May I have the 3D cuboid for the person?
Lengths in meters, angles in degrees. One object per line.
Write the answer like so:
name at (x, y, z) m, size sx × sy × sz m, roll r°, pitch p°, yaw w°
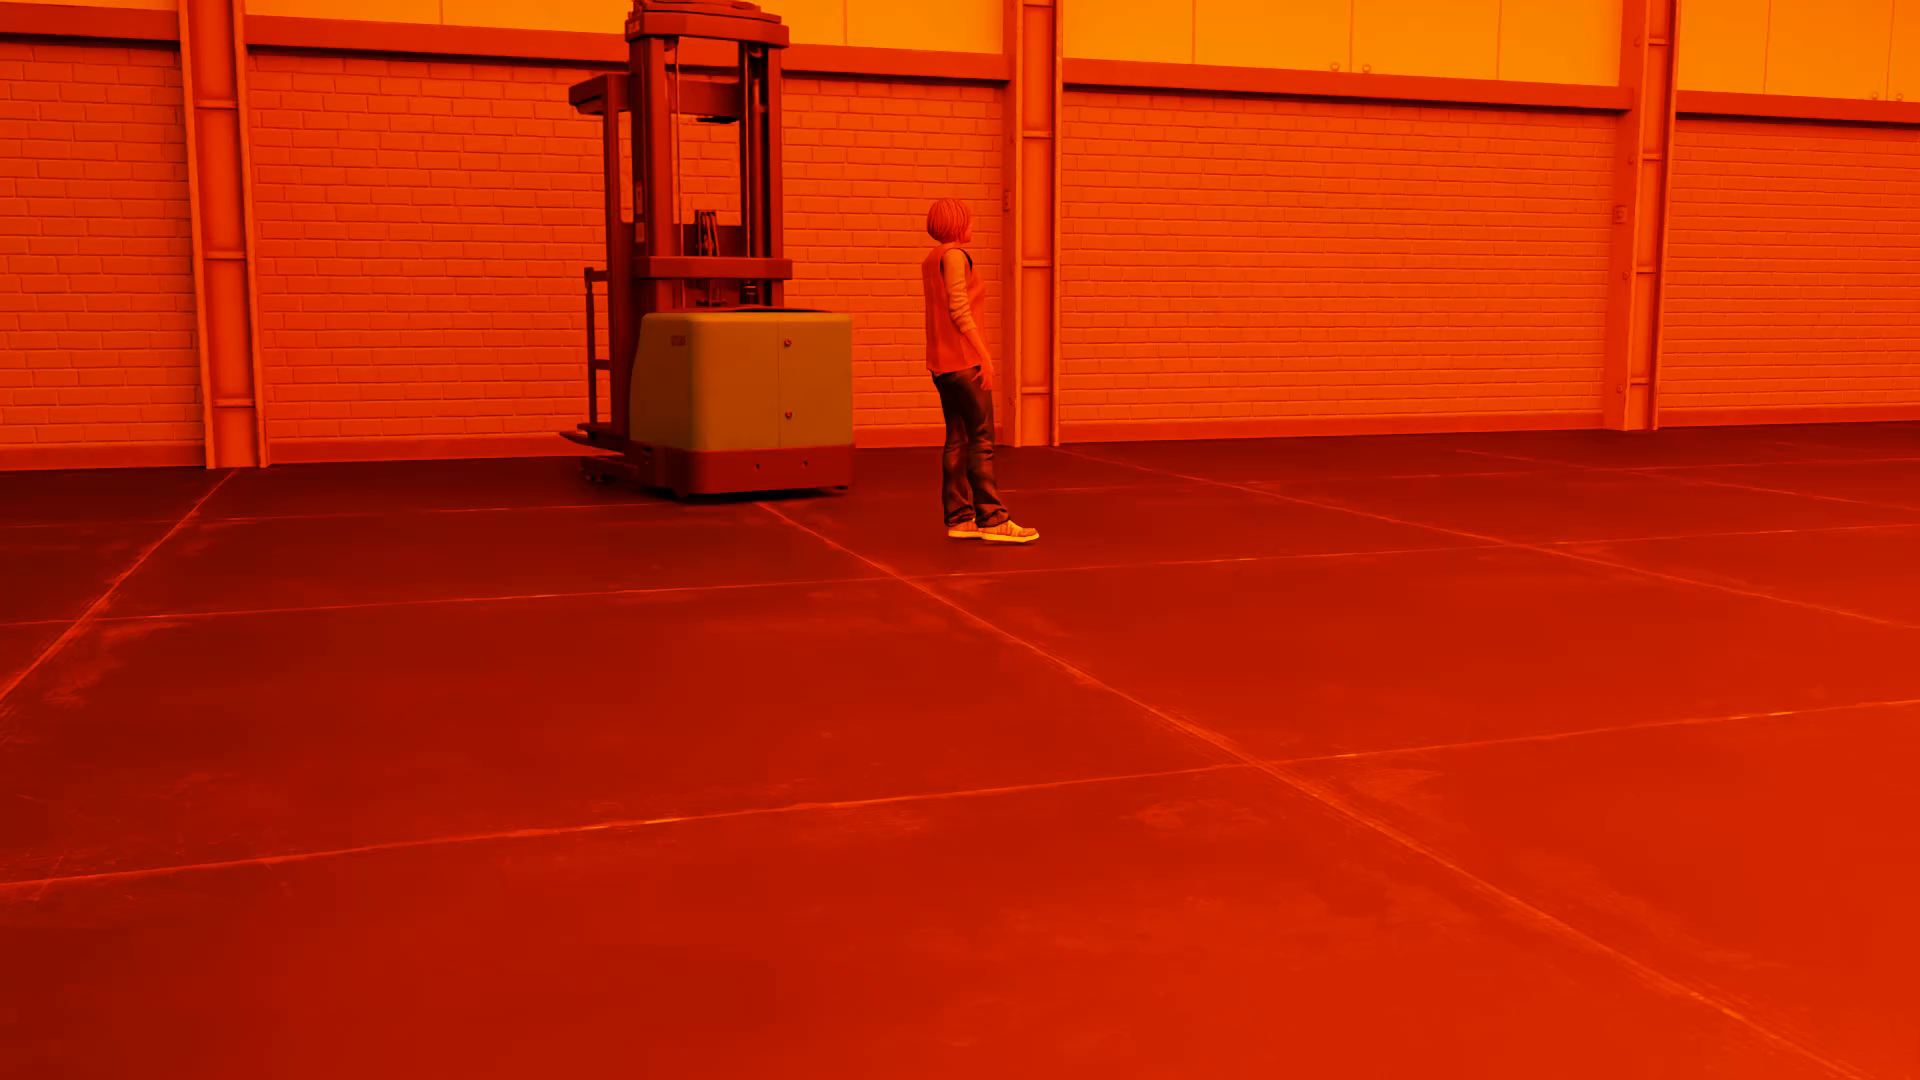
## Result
person at (0.075, -0.800, 7.826) m, size 0.473 × 1.599 × 0.521 m, roll -3°, pitch 8°, yaw -18°

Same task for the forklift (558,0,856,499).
forklift at (-1.802, -1.843, 10.600) m, size 1.130 × 2.935 × 3.031 m, roll -5°, pitch 9°, yaw -31°
